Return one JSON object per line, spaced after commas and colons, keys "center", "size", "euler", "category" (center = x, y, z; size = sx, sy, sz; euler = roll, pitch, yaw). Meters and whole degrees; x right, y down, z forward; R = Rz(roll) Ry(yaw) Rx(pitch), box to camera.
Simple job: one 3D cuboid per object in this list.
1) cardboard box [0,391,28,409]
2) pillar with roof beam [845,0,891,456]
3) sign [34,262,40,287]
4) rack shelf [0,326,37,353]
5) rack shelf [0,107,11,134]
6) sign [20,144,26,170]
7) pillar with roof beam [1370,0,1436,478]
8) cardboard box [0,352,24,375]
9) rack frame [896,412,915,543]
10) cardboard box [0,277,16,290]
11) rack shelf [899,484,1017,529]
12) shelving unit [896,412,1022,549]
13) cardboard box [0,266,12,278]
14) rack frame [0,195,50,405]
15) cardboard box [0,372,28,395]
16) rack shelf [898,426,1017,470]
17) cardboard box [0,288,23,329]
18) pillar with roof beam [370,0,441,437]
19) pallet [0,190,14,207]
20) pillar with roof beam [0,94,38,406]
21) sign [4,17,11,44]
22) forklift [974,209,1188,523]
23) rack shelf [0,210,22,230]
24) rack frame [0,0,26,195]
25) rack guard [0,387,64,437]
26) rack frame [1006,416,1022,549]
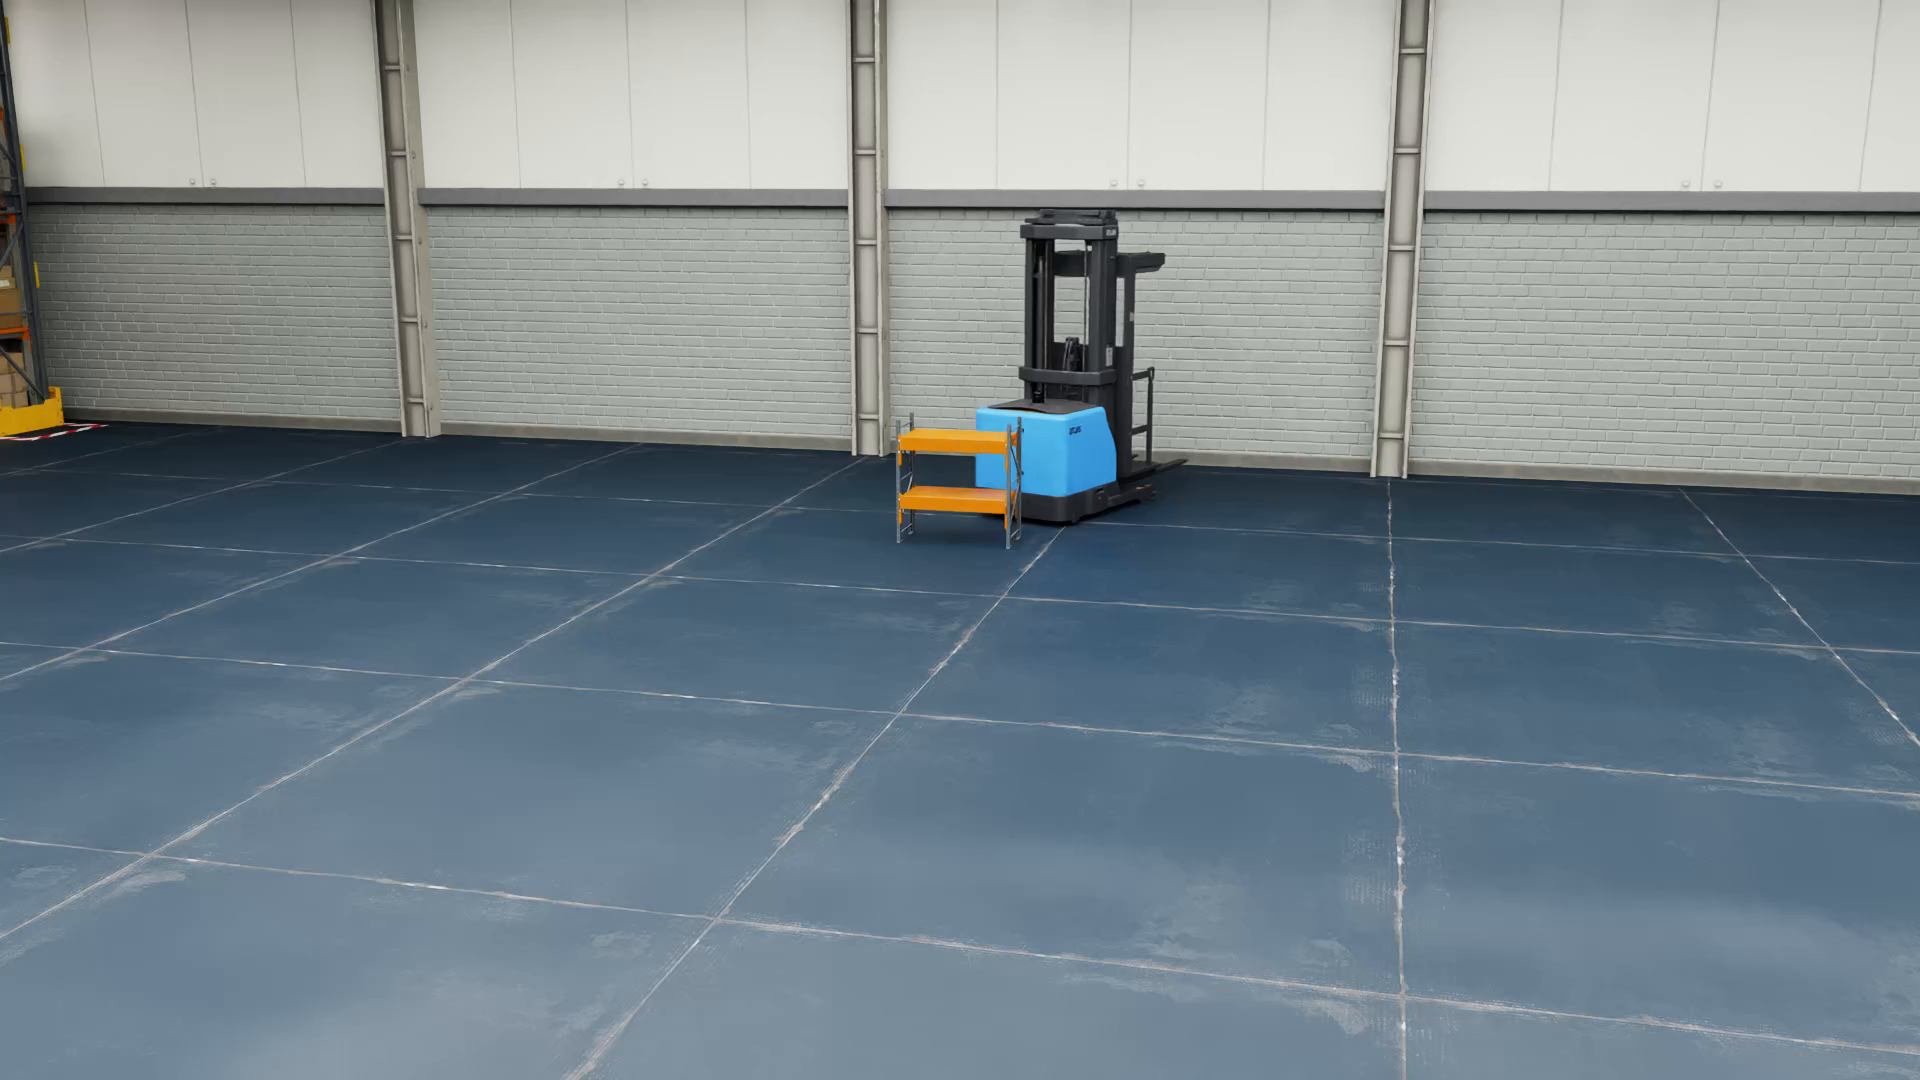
{"center": [-12.681, -1.823, 21.905], "size": [0.500, 0.250, 0.500], "euler": [3, 13, 14], "category": "cardboard box"}
{"center": [-2.092, -4.520, 14.833], "size": [0.400, 9.000, 9.100], "euler": [3, 13, 14], "category": "pillar with roof beam"}
{"center": [-12.112, -3.472, 21.775], "size": [0.005, 0.325, 0.100], "euler": [3, 13, 14], "category": "sign"}
{"center": [-14.193, -2.647, 21.899], "size": [4.000, 0.370, 1.077], "euler": [3, 13, 14], "category": "rack shelf"}
{"center": [-14.193, -5.380, 21.292], "size": [4.000, 0.370, 1.077], "euler": [3, 13, 14], "category": "rack shelf"}
{"center": [-12.112, -4.940, 21.449], "size": [0.005, 0.325, 0.100], "euler": [3, 13, 14], "category": "sign"}
{"center": [3.733, -4.209, 13.429], "size": [0.400, 9.000, 9.100], "euler": [3, 13, 14], "category": "pillar with roof beam"}
{"center": [-12.672, -2.310, 21.789], "size": [0.500, 0.250, 0.500], "euler": [3, 13, 13], "category": "cardboard box"}
{"center": [-0.500, -0.576, 15.232], "size": [0.032, 1.125, 0.500], "euler": [3, 13, 14], "category": "rack frame"}
{"center": [-12.518, -3.332, 21.597], "size": [0.250, 0.149, 0.380], "euler": [3, 13, 12], "category": "cardboard box"}
{"center": [-0.007, -0.311, 15.166], "size": [1.000, 0.278, 0.538], "euler": [3, 13, 14], "category": "rack shelf"}
{"center": [-0.007, -0.549, 15.113], "size": [1.048, 1.125, 0.538], "euler": [3, 13, 14], "category": "shelving unit"}
{"center": [-12.526, -3.467, 21.521], "size": [0.250, 0.149, 0.380], "euler": [3, 13, 12], "category": "cardboard box"}
{"center": [-12.251, -2.894, 21.353], "size": [0.127, 3.000, 1.000], "euler": [3, 13, 14], "category": "rack frame"}
{"center": [-12.658, -2.069, 21.858], "size": [0.500, 0.250, 0.500], "euler": [3, 13, 15], "category": "cardboard box"}
{"center": [-0.007, -0.835, 15.050], "size": [1.000, 0.278, 0.538], "euler": [3, 13, 14], "category": "rack shelf"}
{"center": [-12.665, -3.027, 21.721], "size": [0.500, 0.500, 0.500], "euler": [3, 13, 15], "category": "cardboard box"}
{"center": [-7.917, -4.832, 16.236], "size": [0.400, 9.000, 9.100], "euler": [3, 13, 14], "category": "pillar with roof beam"}
{"center": [-12.931, -4.357, 21.227], "size": [1.213, 0.211, 1.003], "euler": [3, 13, 14], "category": "pallet"}
{"center": [-13.742, -5.143, 17.640], "size": [0.400, 9.000, 9.100], "euler": [3, 13, 14], "category": "pillar with roof beam"}
{"center": [-12.112, -6.473, 21.109], "size": [0.005, 0.325, 0.100], "euler": [3, 13, 14], "category": "sign"}
{"center": [1.373, -1.859, 16.844], "size": [1.130, 2.935, 3.031], "euler": [8, 15, 33], "category": "forklift"}
{"center": [-14.193, -4.111, 21.574], "size": [4.000, 0.370, 1.077], "euler": [3, 13, 14], "category": "rack shelf"}
{"center": [-12.251, -5.823, 20.703], "size": [0.127, 3.000, 1.000], "euler": [3, 13, 14], "category": "rack frame"}
{"center": [-12.228, -1.672, 21.618], "size": [0.348, 0.500, 1.175], "euler": [3, 13, 14], "category": "rack guard"}
{"center": [0.487, -0.523, 14.995], "size": [0.032, 1.125, 0.500], "euler": [3, 13, 14], "category": "rack frame"}
